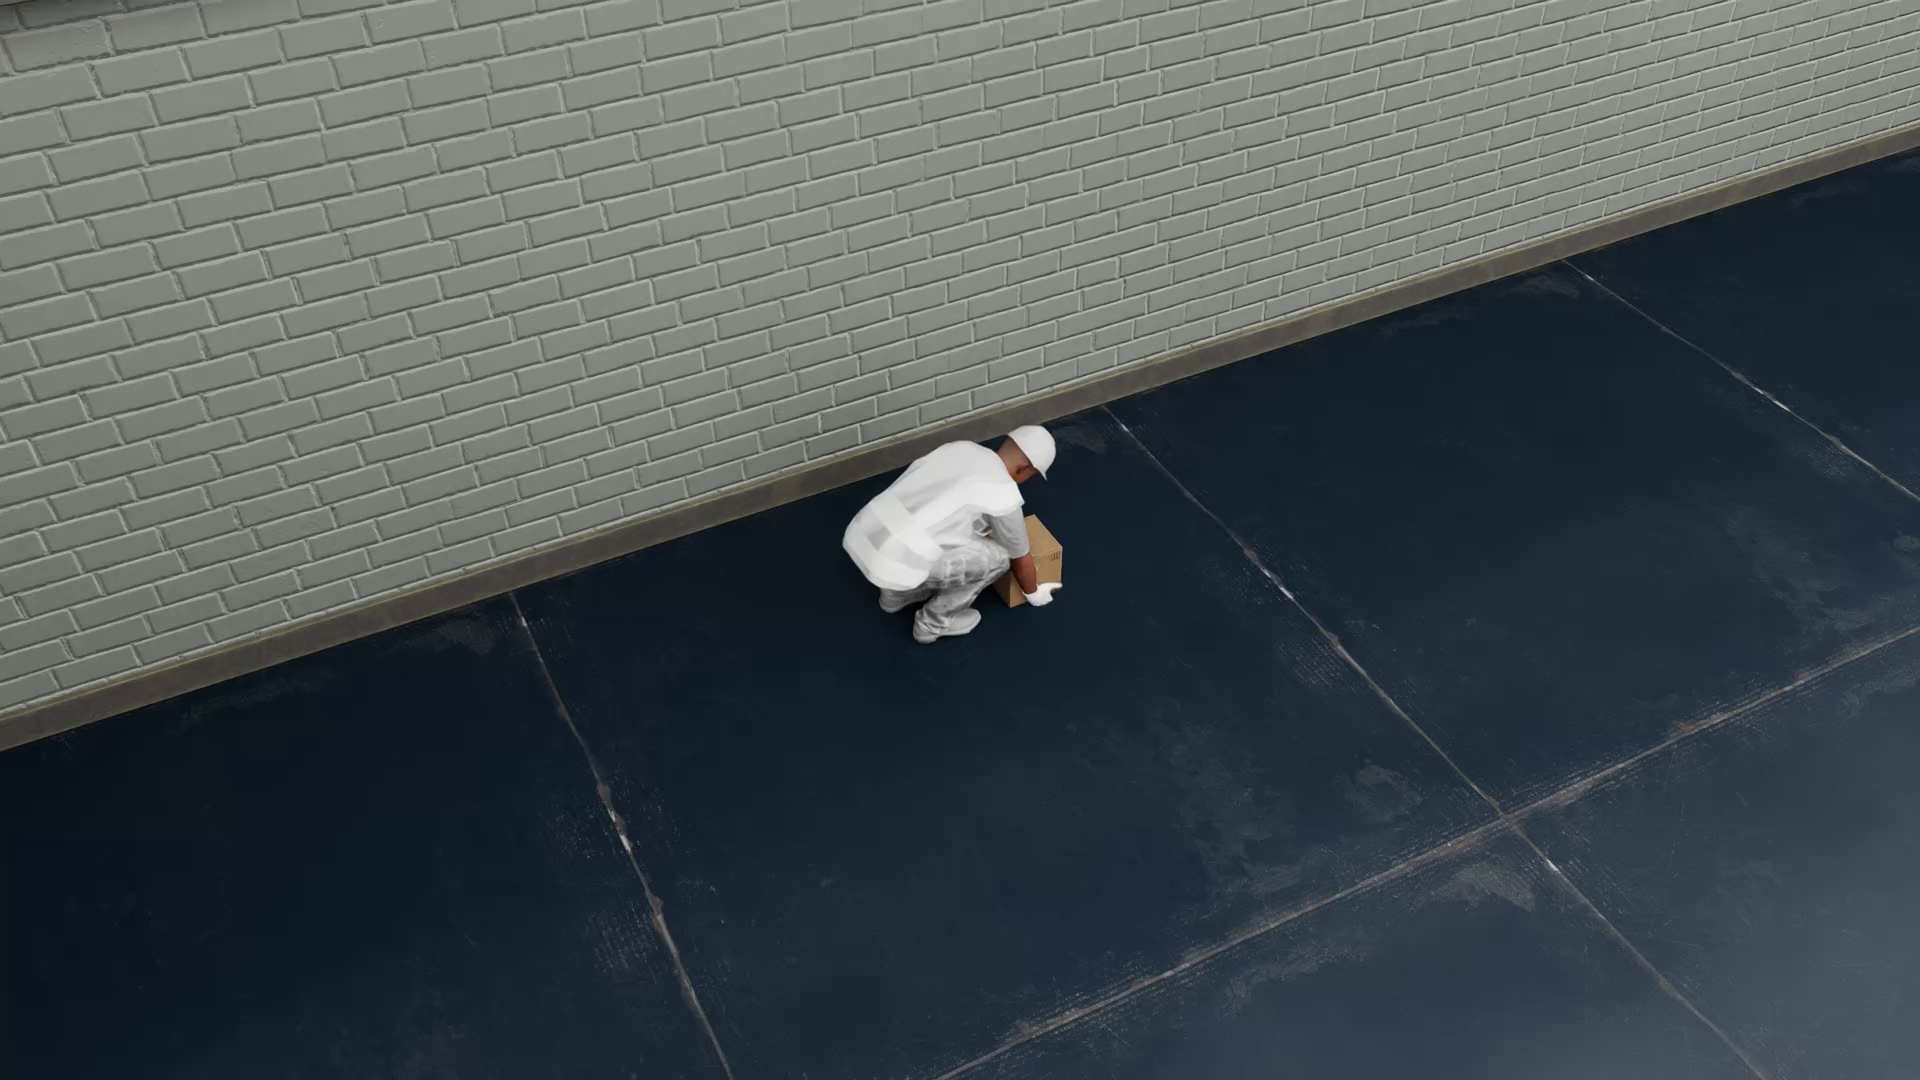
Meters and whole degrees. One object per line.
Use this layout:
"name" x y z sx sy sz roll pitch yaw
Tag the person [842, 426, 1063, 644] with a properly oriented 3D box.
"person" -0.024 -0.007 6.967 0.957 0.850 0.555 -20 45 -21
